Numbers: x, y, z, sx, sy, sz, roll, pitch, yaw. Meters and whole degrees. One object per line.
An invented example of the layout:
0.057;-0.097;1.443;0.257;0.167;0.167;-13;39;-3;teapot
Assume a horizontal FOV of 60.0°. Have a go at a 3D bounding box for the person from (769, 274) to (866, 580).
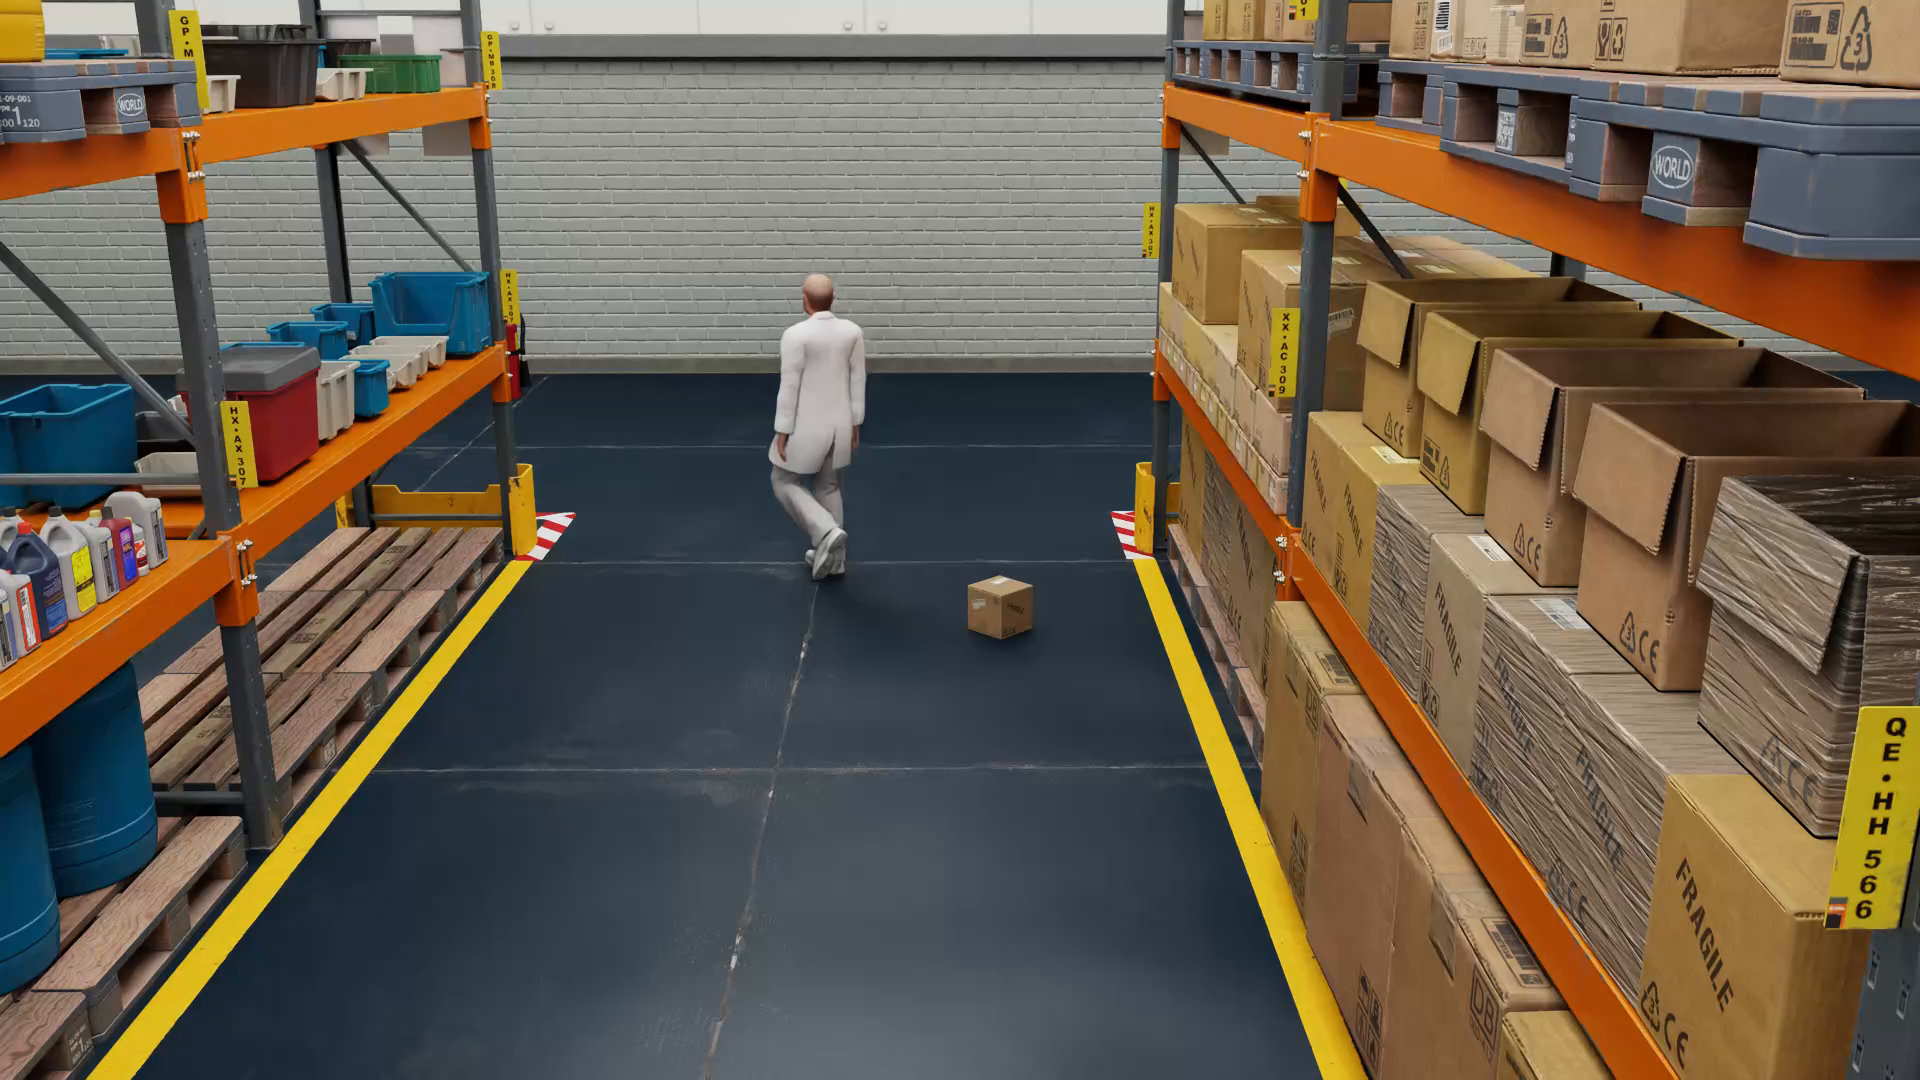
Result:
-0.807;-0.648;9.607;0.604;1.770;0.558;-13;21;-38;person
